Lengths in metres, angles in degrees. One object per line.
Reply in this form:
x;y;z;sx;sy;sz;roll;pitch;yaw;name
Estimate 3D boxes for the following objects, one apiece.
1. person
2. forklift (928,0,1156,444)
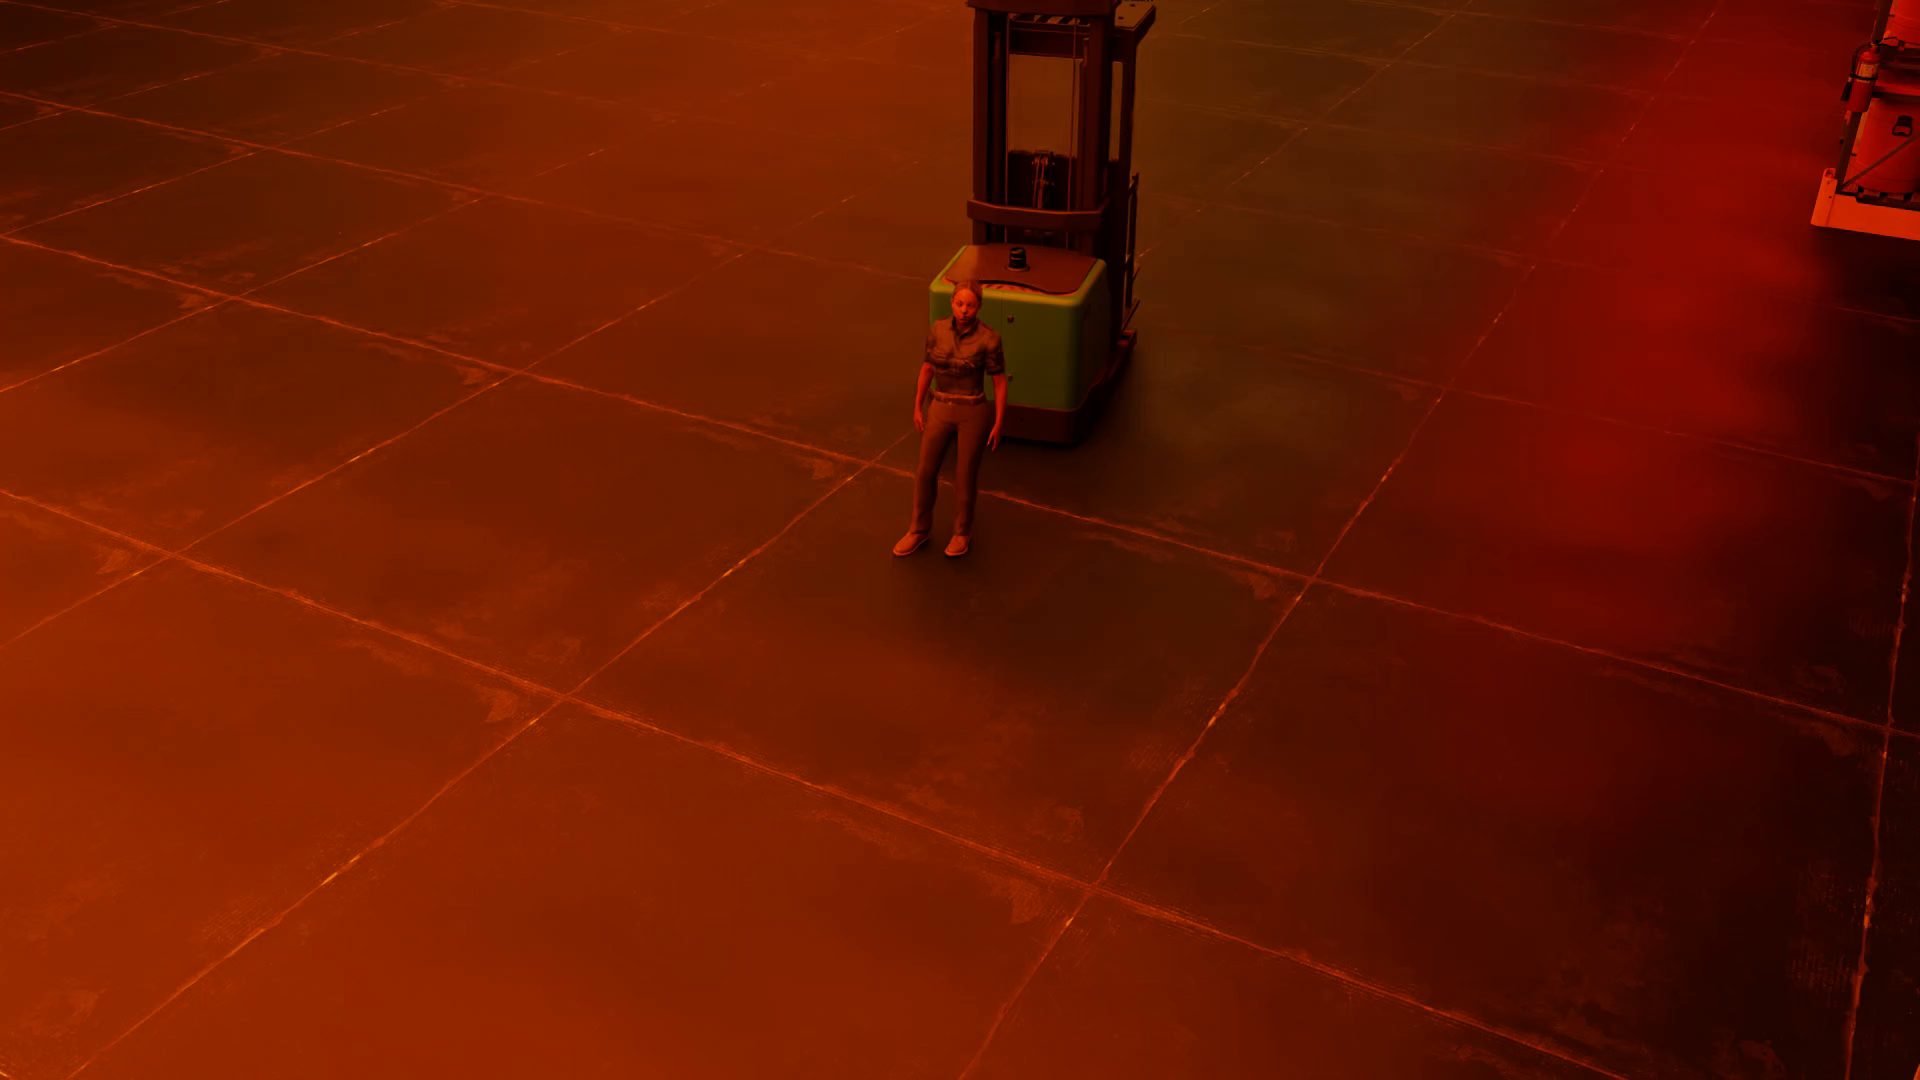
-0.050;-0.677;9.529;0.616;1.655;0.456;9;31;15;person
0.694;-2.627;11.623;1.130;2.935;3.031;8;31;14;forklift
